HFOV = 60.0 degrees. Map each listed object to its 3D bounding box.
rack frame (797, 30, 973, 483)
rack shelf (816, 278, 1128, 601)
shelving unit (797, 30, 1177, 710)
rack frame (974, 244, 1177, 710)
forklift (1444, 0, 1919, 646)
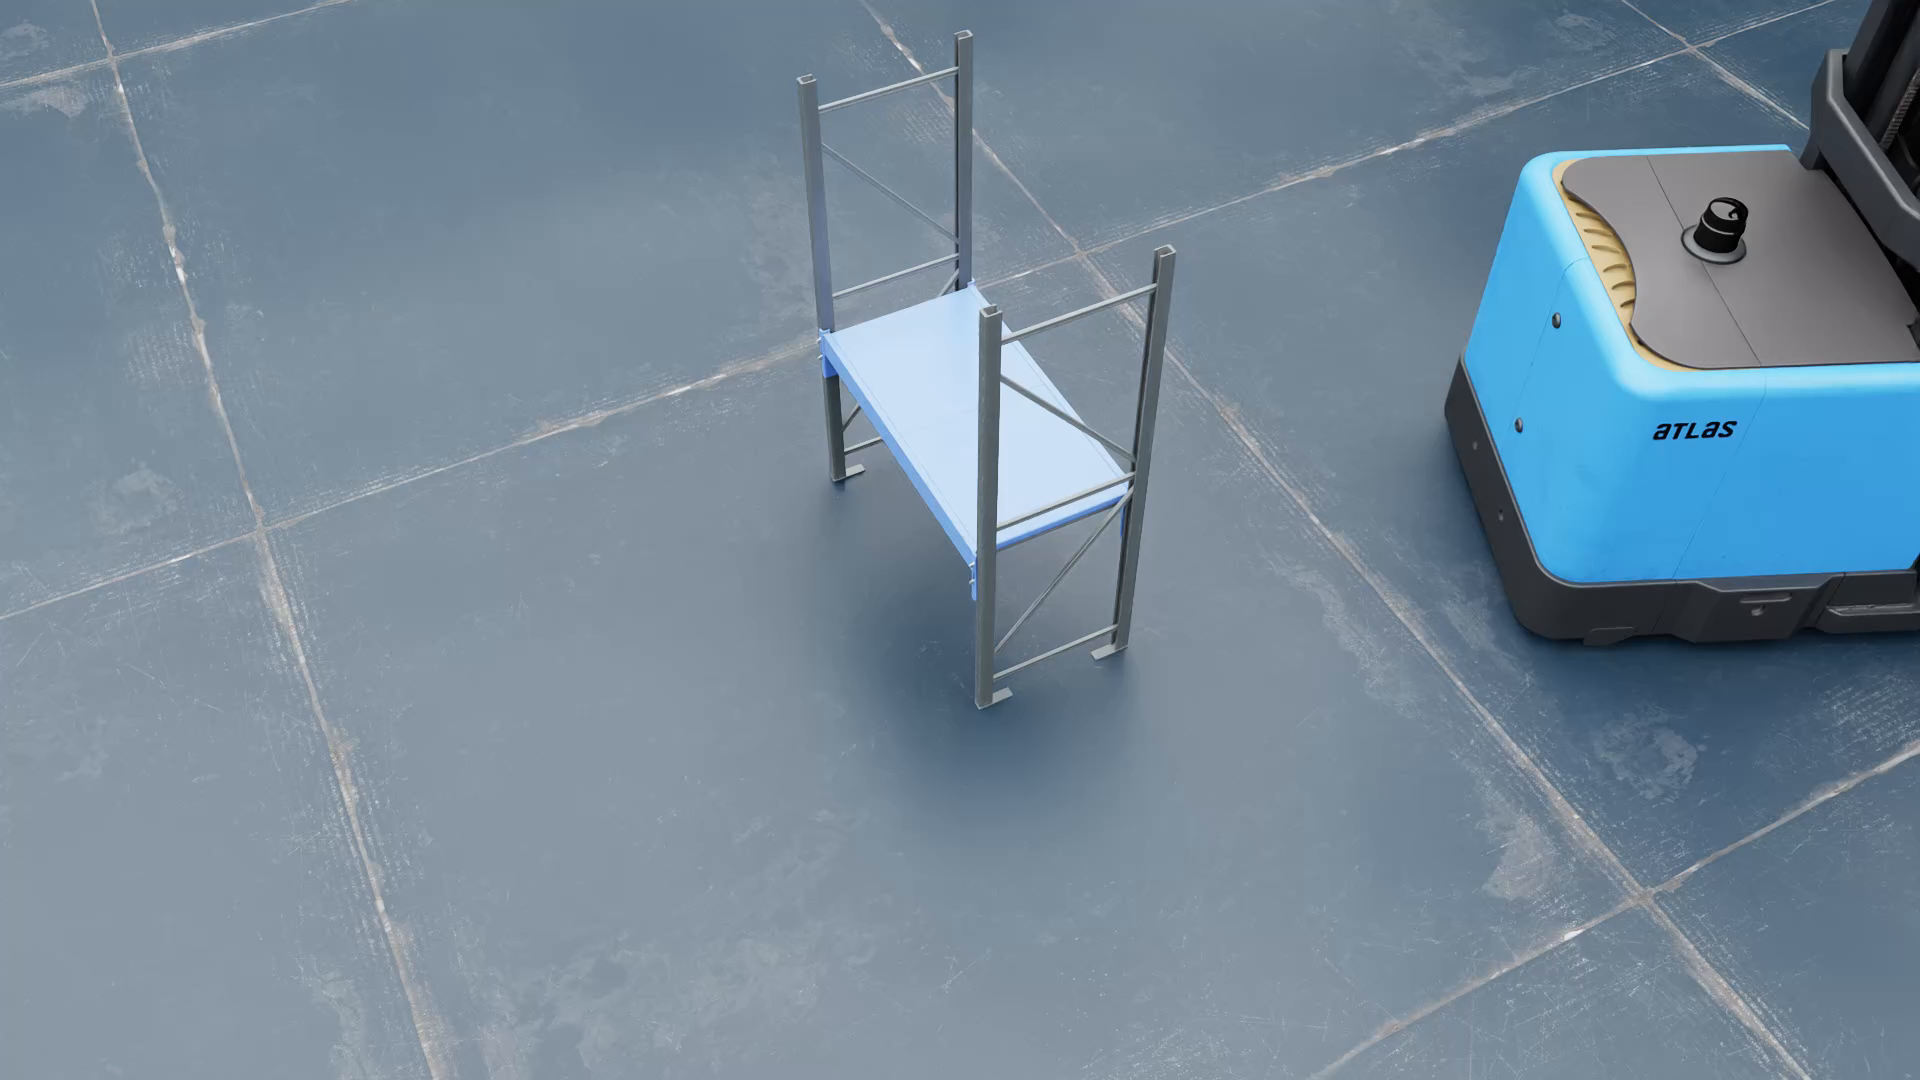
[{"bbox_3d":[-0.194,-0.777,4.933,0.500,1.500,0.032,-21,52,-18],"label":"rack frame"},{"bbox_3d":[0.039,-0.318,4.771,0.538,0.185,1.000,-21,52,-18],"label":"rack shelf"},{"bbox_3d":[0.039,-0.437,4.636,0.538,1.500,1.048,-21,52,-18],"label":"shelving unit"},{"bbox_3d":[0.272,-0.096,4.338,0.500,1.500,0.032,-21,52,-18],"label":"rack frame"},{"bbox_3d":[3.143,-1.080,4.248,3.031,2.935,1.130,-2,49,-2],"label":"forklift"}]
